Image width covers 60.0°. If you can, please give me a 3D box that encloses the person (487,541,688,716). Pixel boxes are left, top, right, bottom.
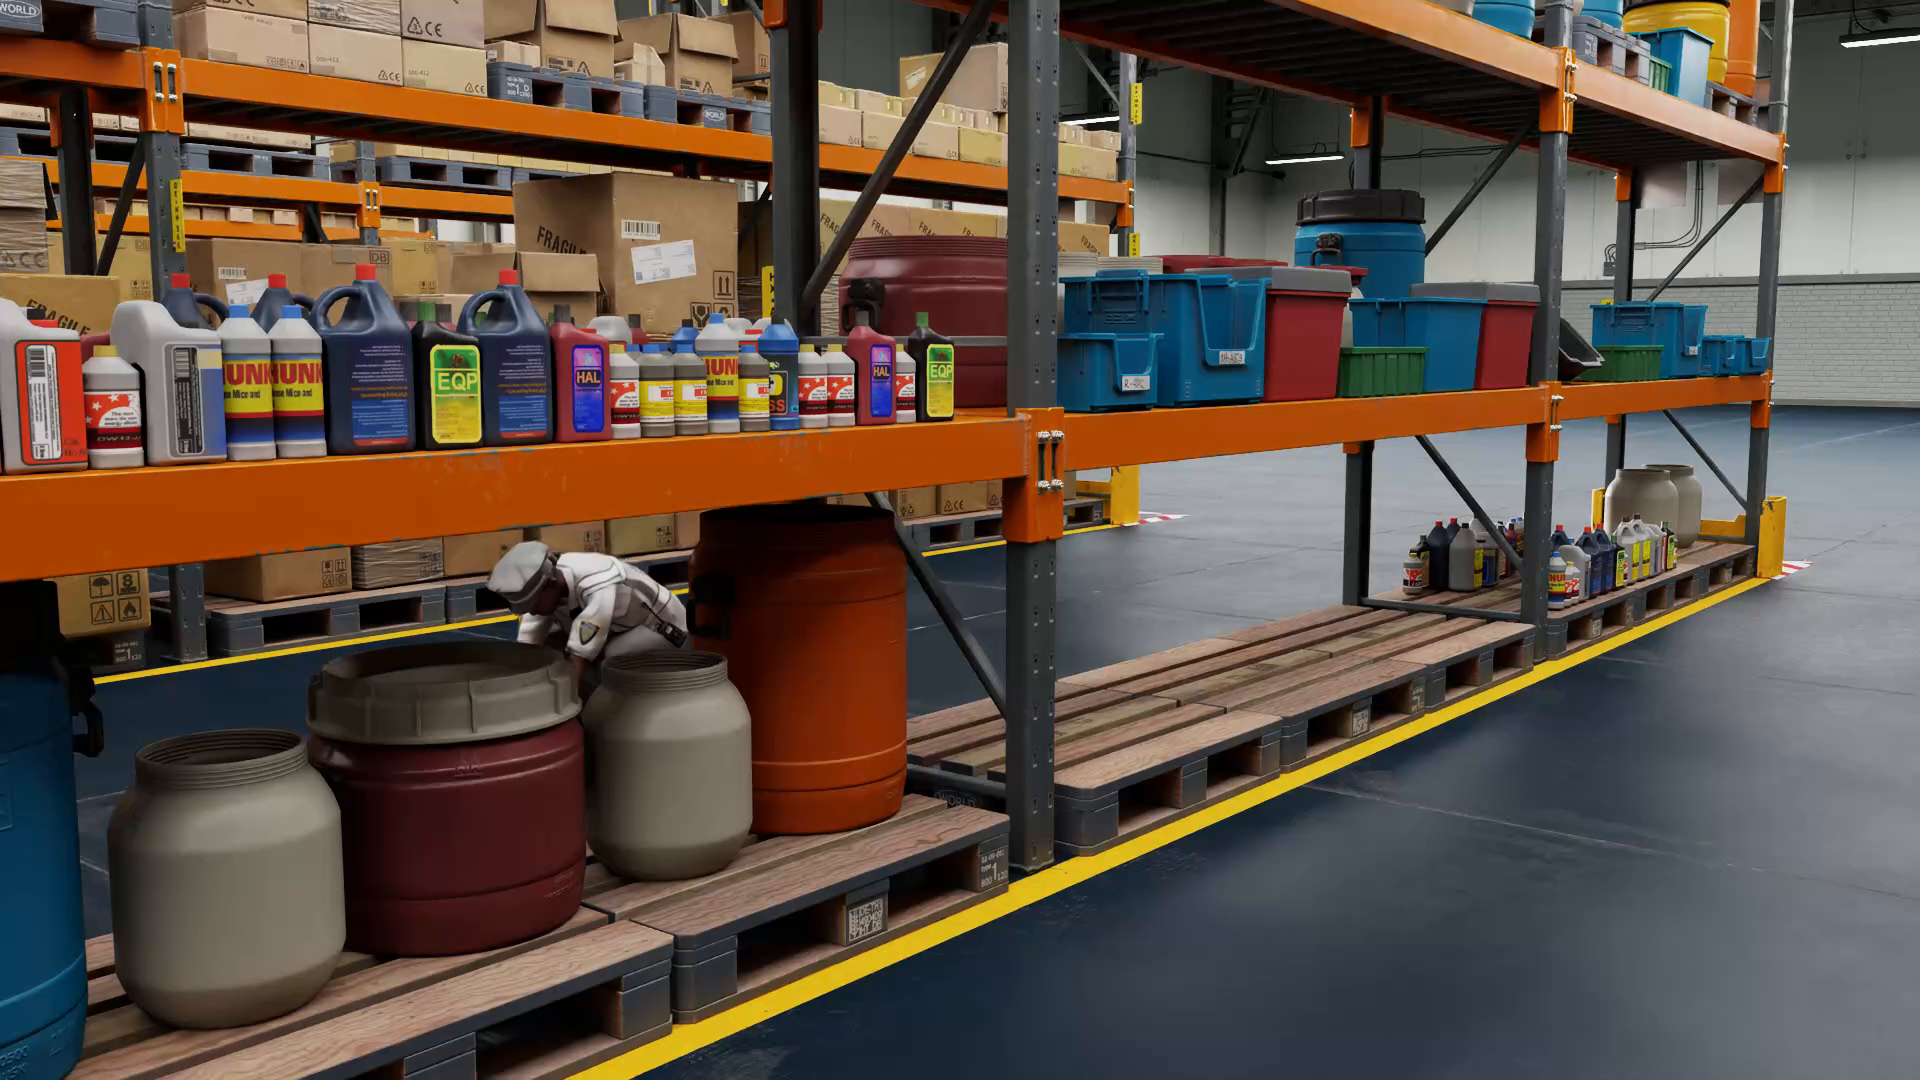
[{"bbox_3d":[-1.410,0.395,6.315,0.471,0.846,0.883,5,9,38],"label":"person"}]
